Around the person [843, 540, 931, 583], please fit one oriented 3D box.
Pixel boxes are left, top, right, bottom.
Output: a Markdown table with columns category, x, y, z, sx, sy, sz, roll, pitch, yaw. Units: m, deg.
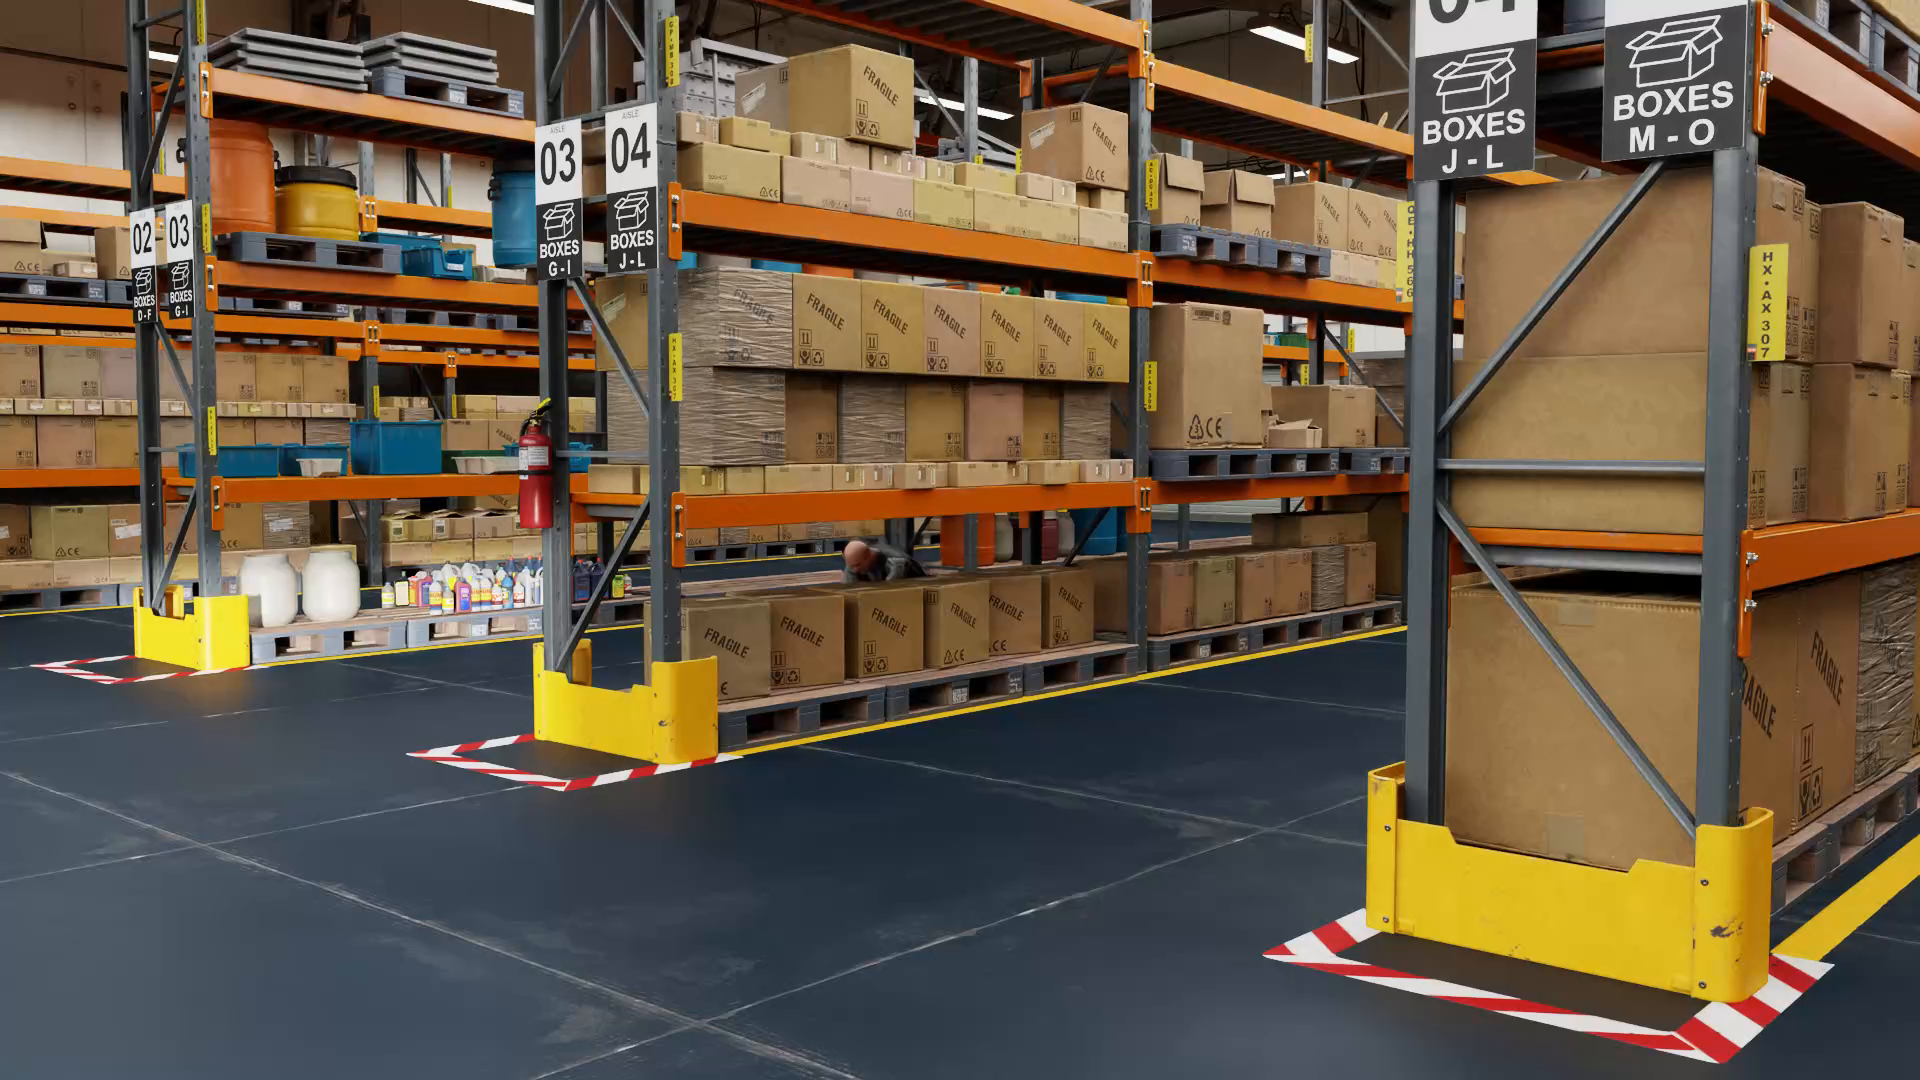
| category | x | y | z | sx | sy | sz | roll | pitch | yaw |
| --- | --- | --- | --- | --- | --- | --- | --- | --- | --- |
| person | -0.556 | 0.416 | 12.217 | 0.535 | 0.864 | 0.871 | 3 | 5 | 41 |
